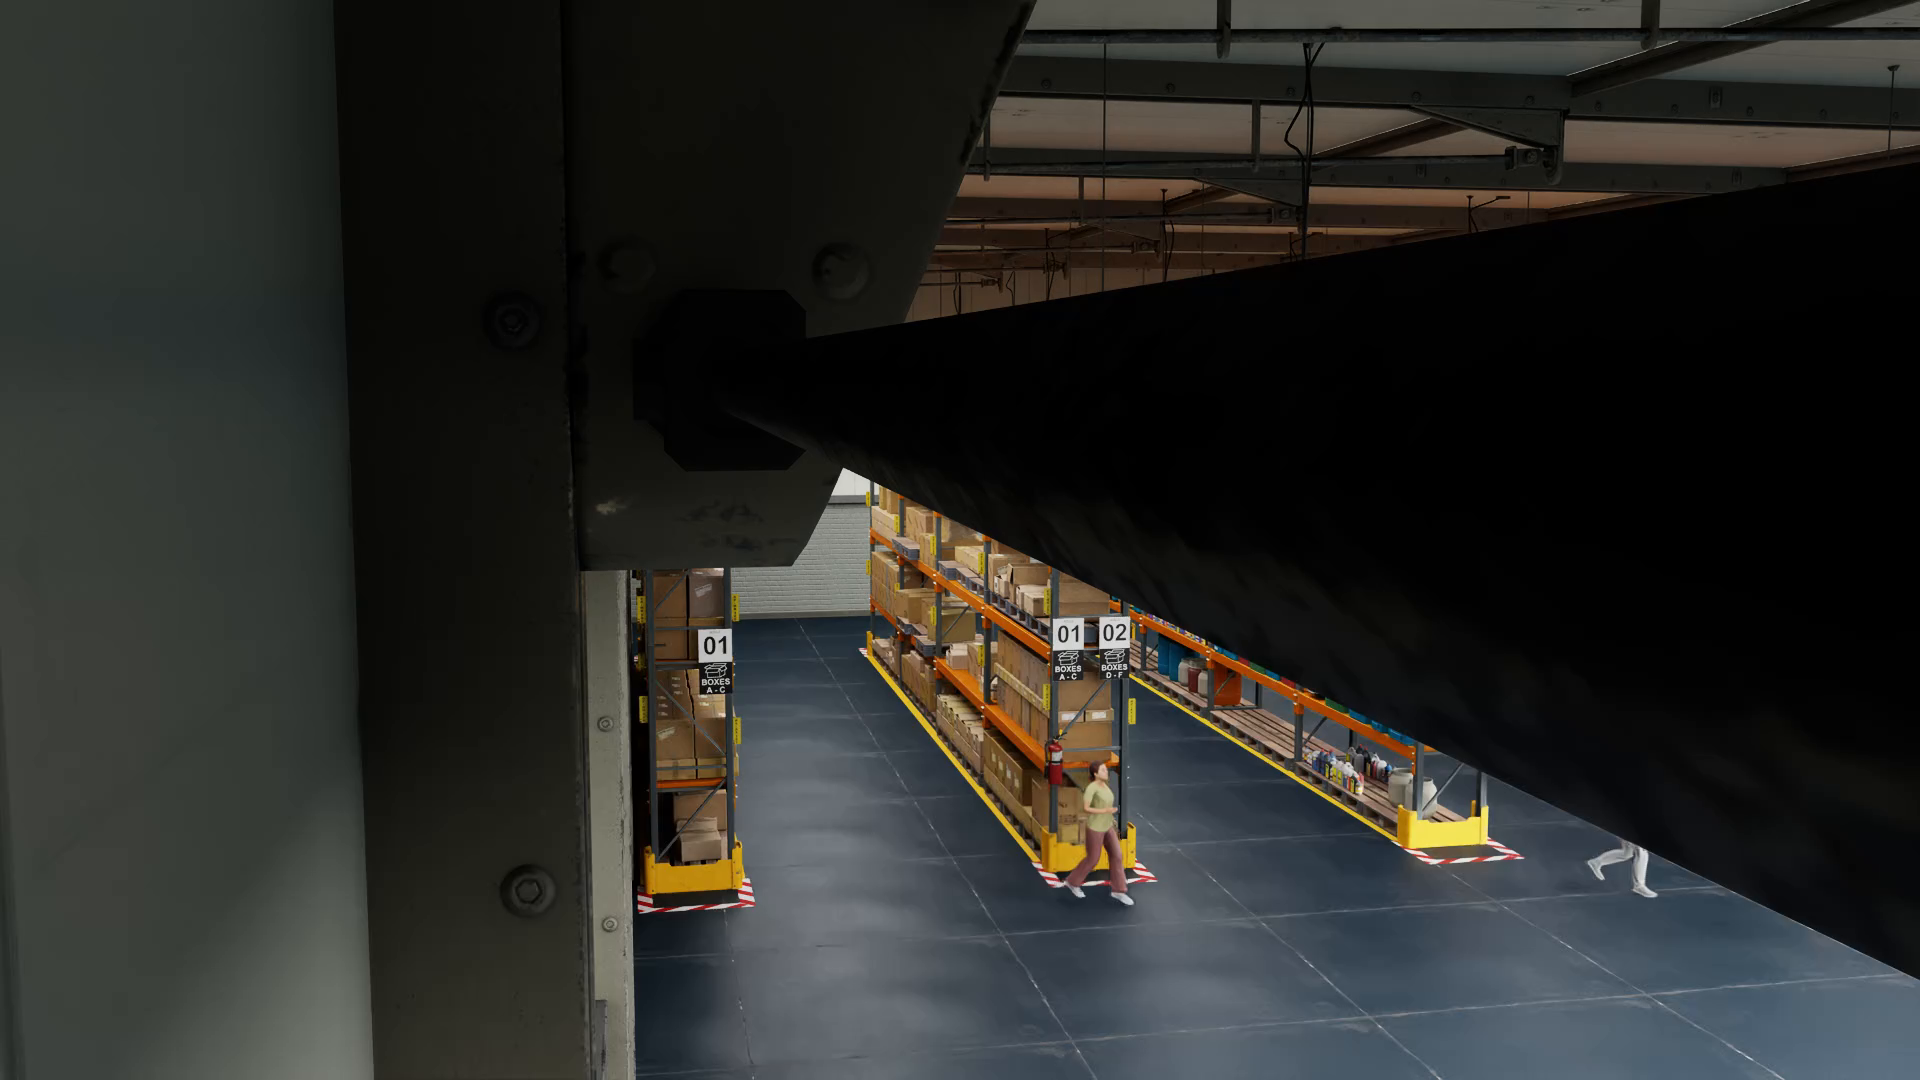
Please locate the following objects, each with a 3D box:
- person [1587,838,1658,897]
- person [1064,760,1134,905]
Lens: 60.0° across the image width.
[{"bbox_3d":[8.009,3.421,20.024,0.797,1.694,0.632,3,7,27],"label":"person"},{"bbox_3d":[1.645,3.435,19.618,0.854,1.691,0.584,4,7,34],"label":"person"}]
